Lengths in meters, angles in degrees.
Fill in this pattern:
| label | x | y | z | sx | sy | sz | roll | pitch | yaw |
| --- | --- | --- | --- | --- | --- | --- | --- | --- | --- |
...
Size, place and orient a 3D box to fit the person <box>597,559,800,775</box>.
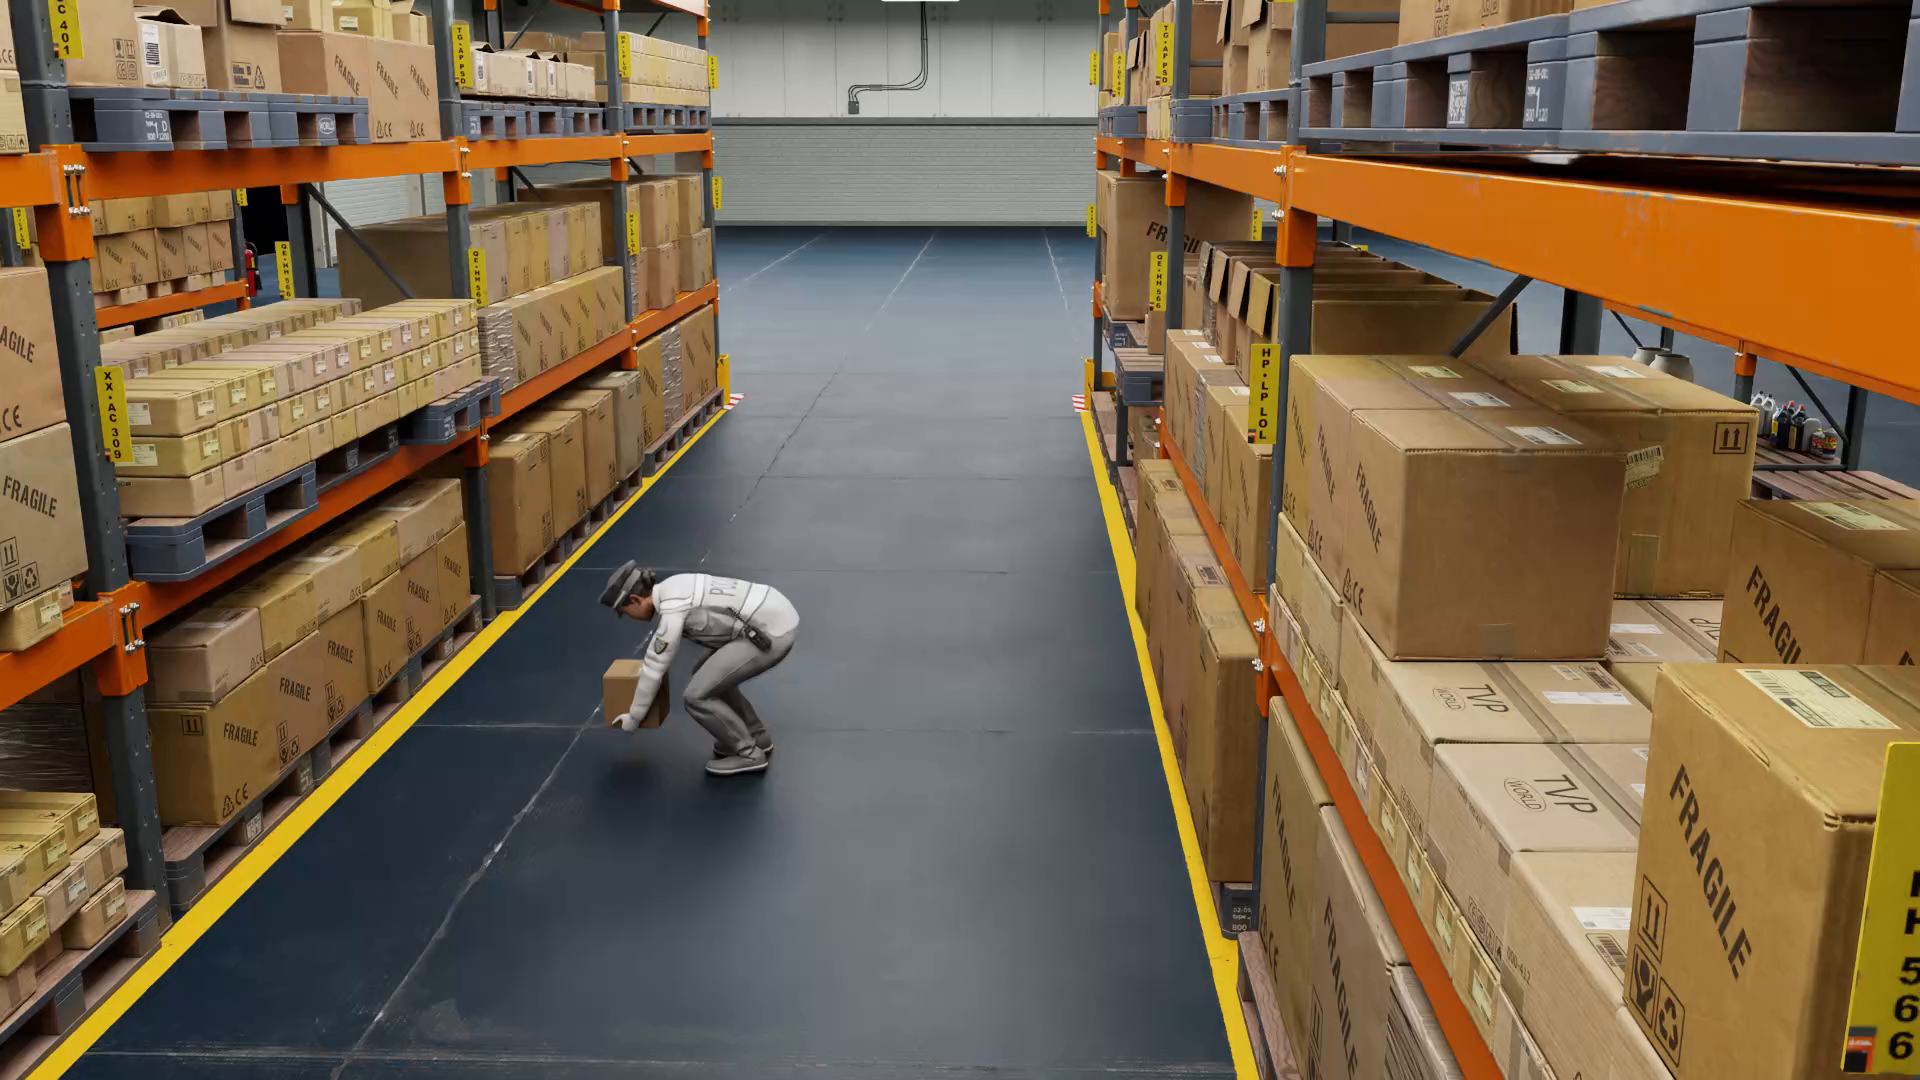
| label | x | y | z | sx | sy | sz | roll | pitch | yaw |
| --- | --- | --- | --- | --- | --- | --- | --- | --- | --- |
| person | -1.194 | 0.565 | 7.652 | 0.911 | 0.983 | 0.468 | 0 | 14 | -1 |
